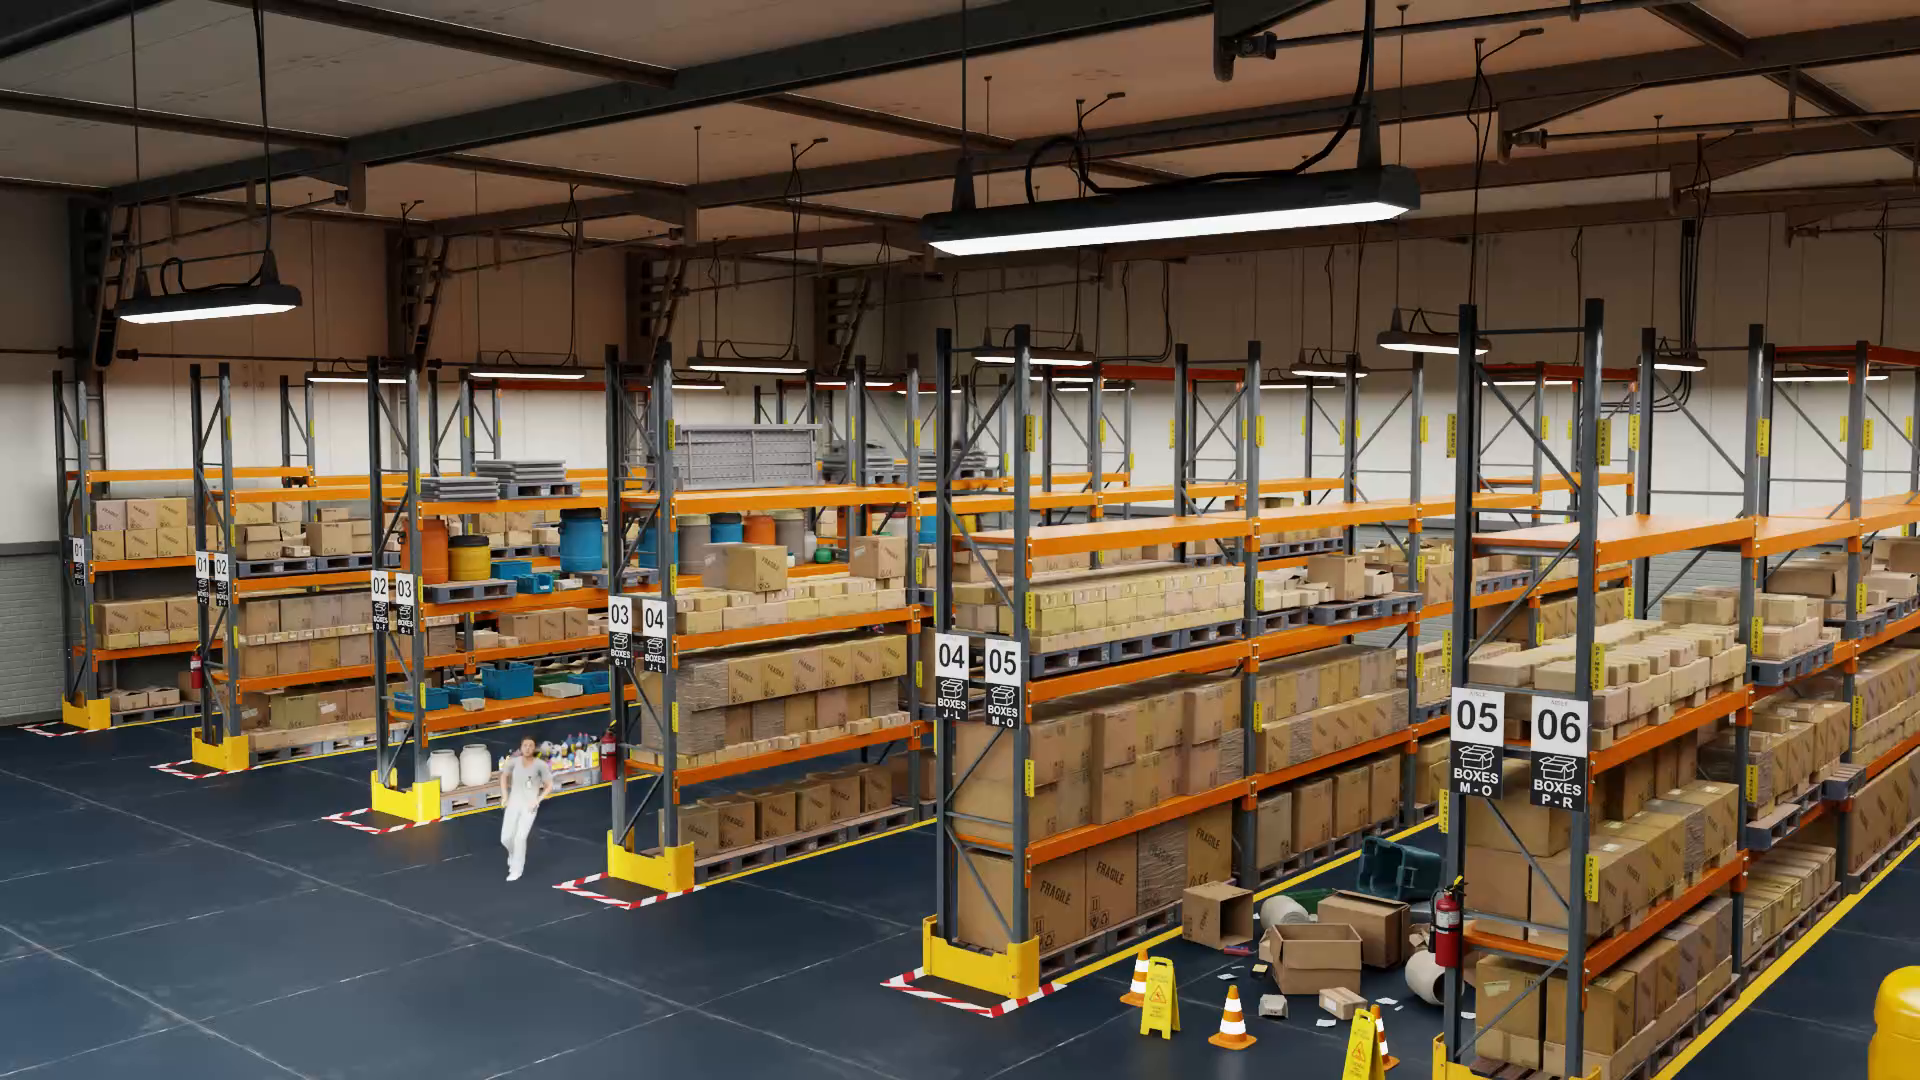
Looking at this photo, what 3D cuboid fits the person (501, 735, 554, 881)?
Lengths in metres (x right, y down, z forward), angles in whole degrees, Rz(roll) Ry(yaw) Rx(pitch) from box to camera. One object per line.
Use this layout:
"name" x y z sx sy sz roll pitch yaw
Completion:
"person" -4.893 3.003 18.811 0.619 1.623 0.538 0 4 0
